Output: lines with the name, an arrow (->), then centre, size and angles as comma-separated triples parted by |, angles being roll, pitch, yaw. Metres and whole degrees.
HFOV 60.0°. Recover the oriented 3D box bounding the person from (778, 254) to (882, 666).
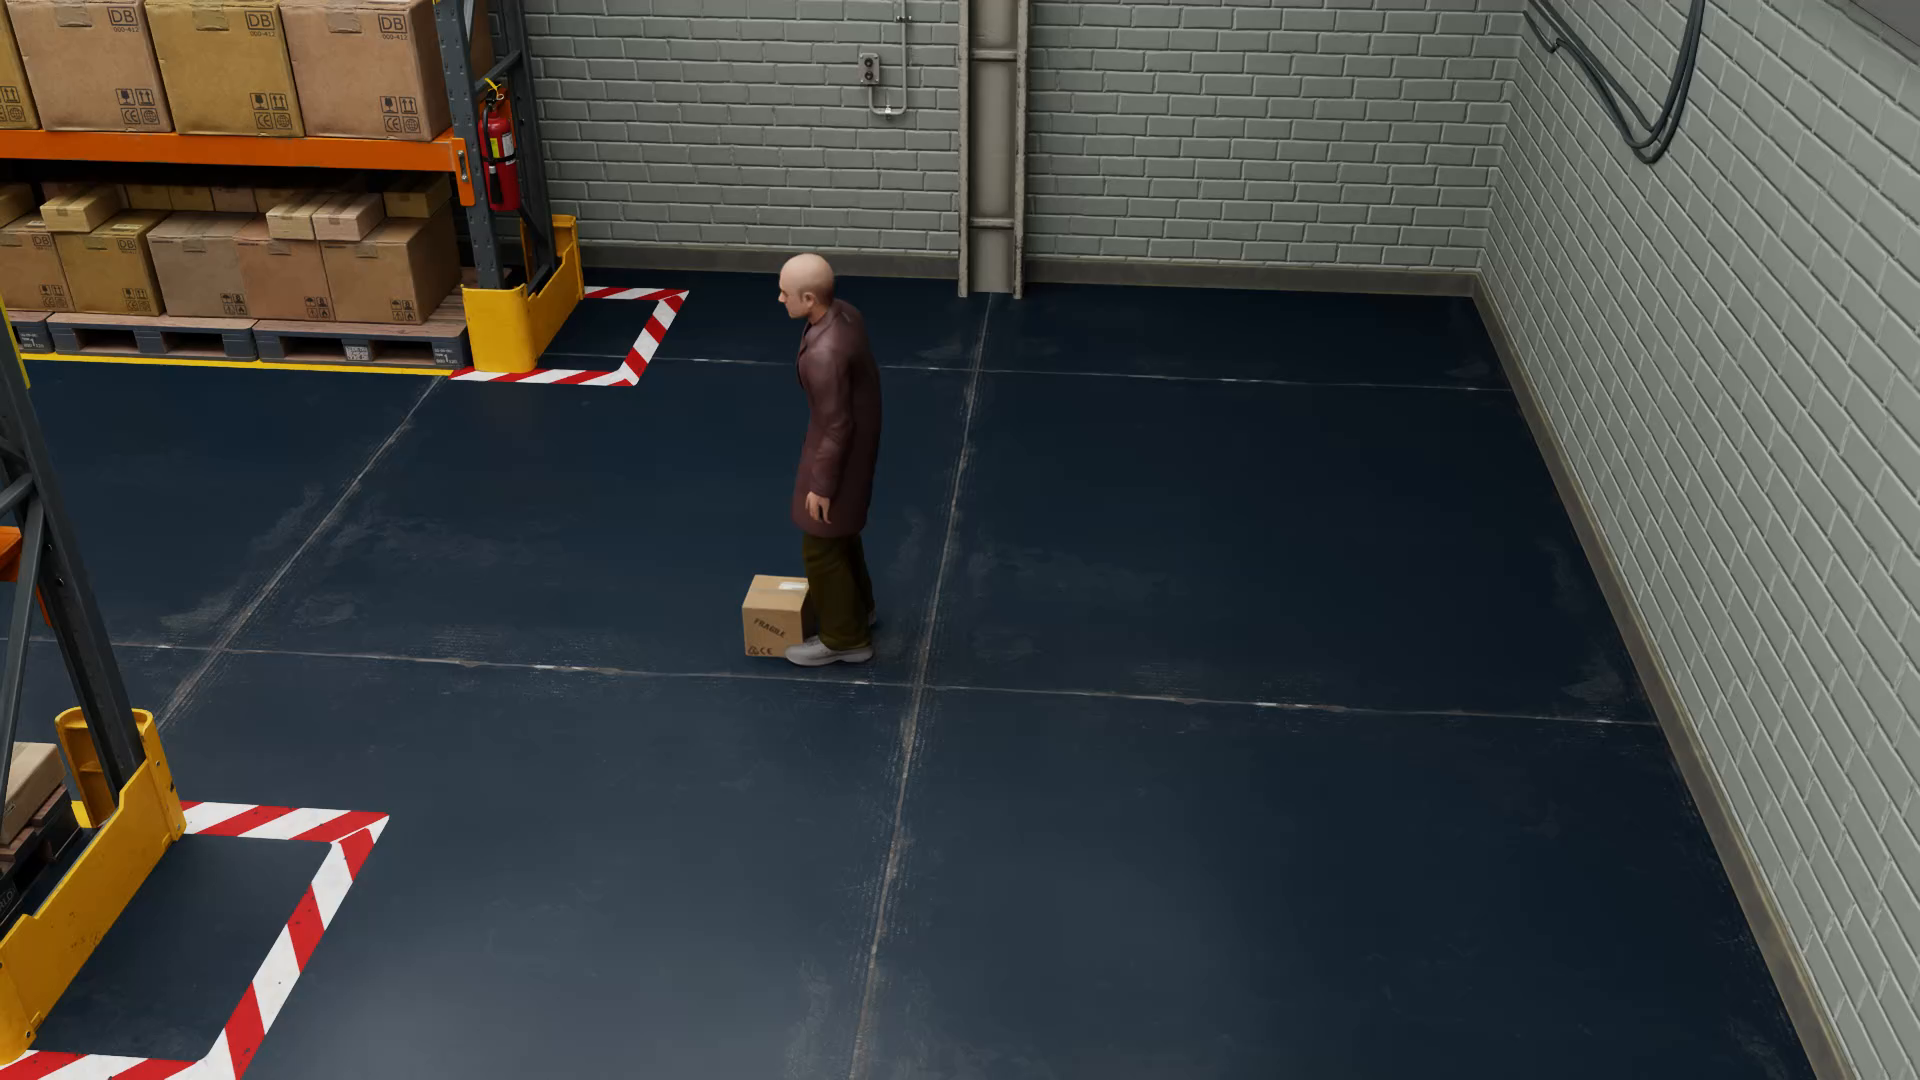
person -> -0.520, -0.229, 6.719 | 0.428, 1.568, 0.640 | 1, 32, 2
